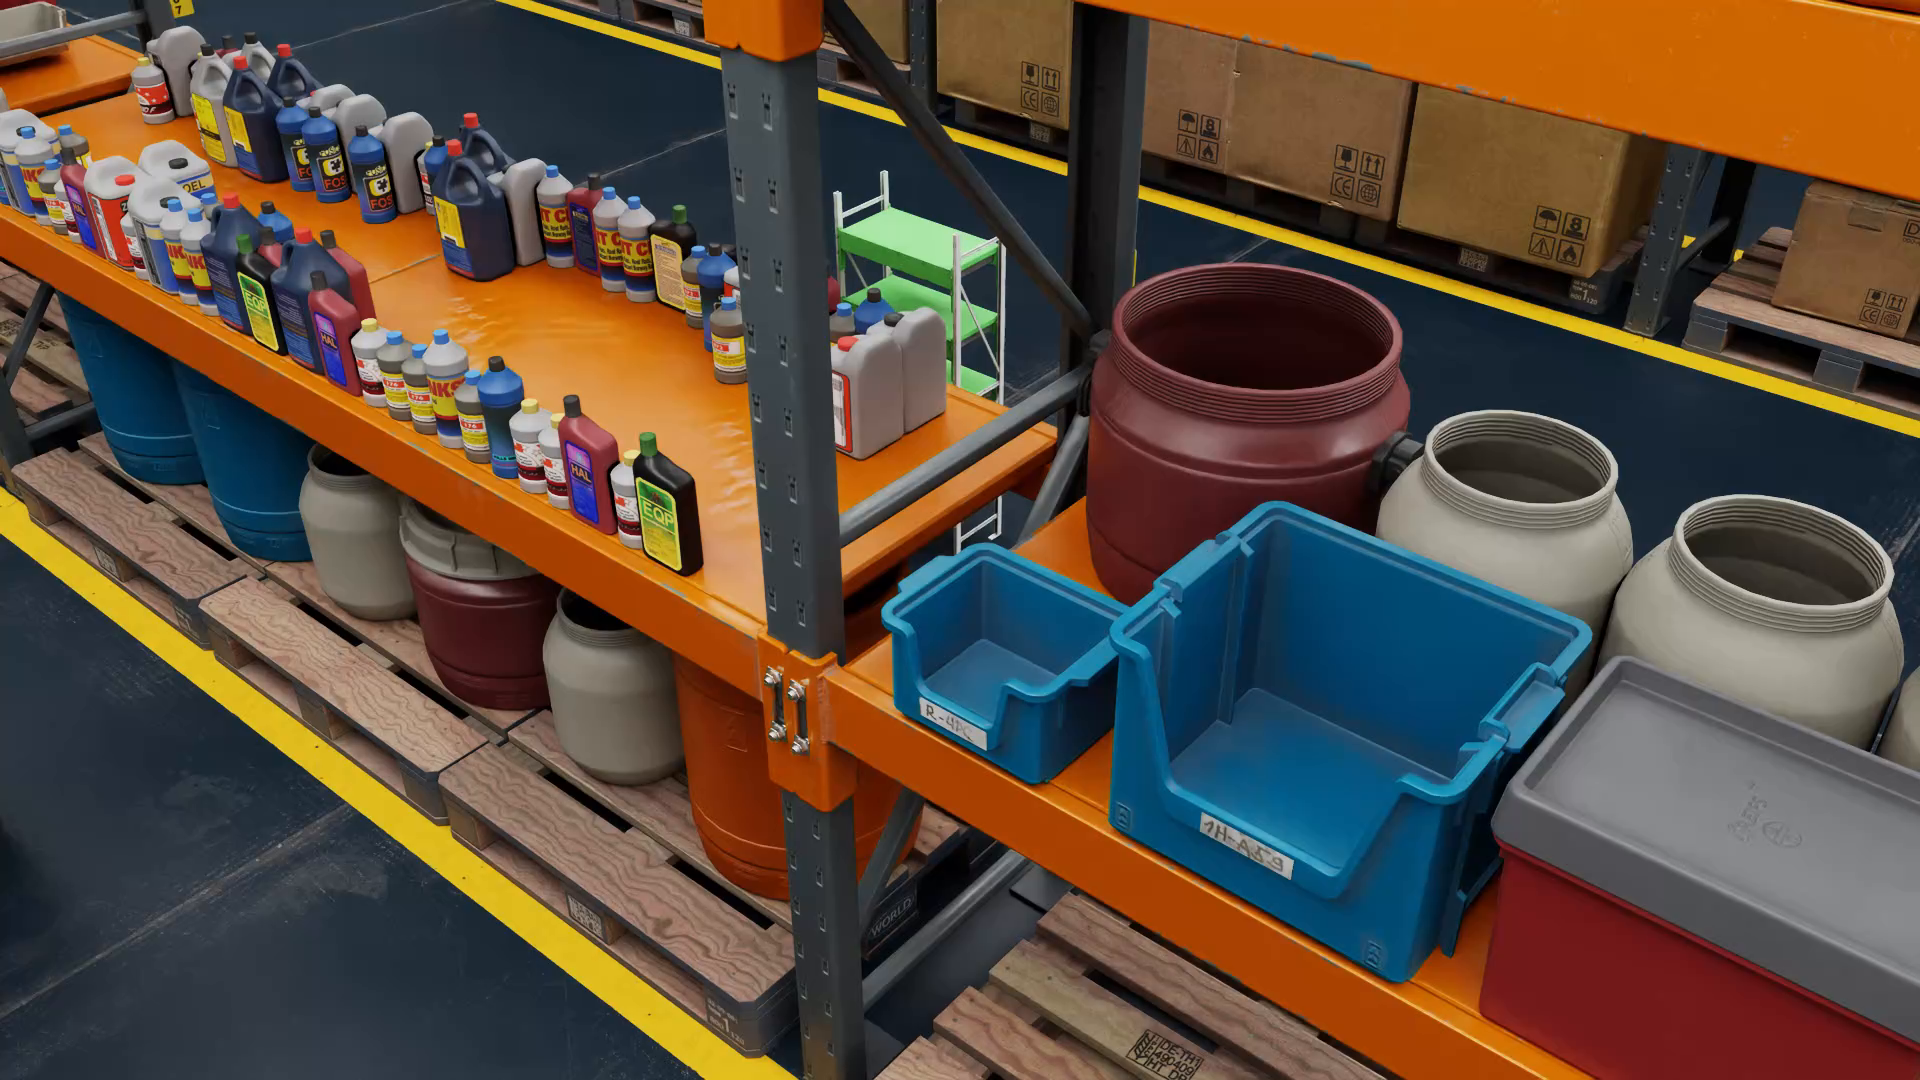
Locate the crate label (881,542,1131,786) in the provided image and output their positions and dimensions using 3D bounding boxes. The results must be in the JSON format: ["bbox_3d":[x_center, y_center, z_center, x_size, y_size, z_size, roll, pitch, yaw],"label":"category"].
[{"bbox_3d":[0.084,0.224,2.923,0.416,0.233,0.303,25,42,32],"label":"crate label"}]

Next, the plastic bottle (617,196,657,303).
[{"bbox_3d":[-0.832,-0.759,4.319,0.097,0.271,0.097,0,34,0],"label":"plastic bottle"}]

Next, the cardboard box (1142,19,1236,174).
[{"bbox_3d":[1.287,-2.516,8.269,0.875,0.875,1.225,24,41,30],"label":"cardboard box"}]

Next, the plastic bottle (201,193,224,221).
[{"bbox_3d":[-2.006,-0.836,4.493,0.097,0.201,0.097,0,34,0],"label":"plastic bottle"}]

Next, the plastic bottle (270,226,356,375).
[{"bbox_3d":[-1.558,-0.591,4.005,0.185,0.351,0.144,25,42,32],"label":"plastic bottle"}]

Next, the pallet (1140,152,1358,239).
[{"bbox_3d":[1.678,-1.927,8.369,1.213,0.211,1.003,25,42,32],"label":"pallet"}]

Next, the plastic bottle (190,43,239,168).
[{"bbox_3d":[-2.250,-1.336,5.090,0.185,0.351,0.144,25,42,32],"label":"plastic bottle"}]

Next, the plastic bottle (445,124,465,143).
[{"bbox_3d":[-1.407,-1.048,4.729,0.133,0.283,0.061,25,42,32],"label":"plastic bottle"}]

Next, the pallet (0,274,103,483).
[{"bbox_3d":[-3.664,-0.710,6.597,1.213,0.211,1.003,25,42,32],"label":"pallet"}]

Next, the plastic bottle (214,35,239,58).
[{"bbox_3d":[-2.357,-1.496,5.381,0.133,0.283,0.061,25,42,32],"label":"plastic bottle"}]

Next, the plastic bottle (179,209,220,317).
[{"bbox_3d":[-1.926,-0.715,4.255,0.097,0.271,0.097,0,34,0],"label":"plastic bottle"}]

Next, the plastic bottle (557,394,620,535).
[{"bbox_3d":[-0.761,-0.157,3.433,0.133,0.283,0.061,25,42,32],"label":"plastic bottle"}]

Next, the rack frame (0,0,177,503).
[{"bbox_3d":[-3.074,-1.610,5.445,0.127,3.000,1.000,25,42,32],"label":"rack frame"}]

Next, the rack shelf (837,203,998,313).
[{"bbox_3d":[-0.127,-0.898,5.262,0.480,0.148,0.258,25,42,32],"label":"rack shelf"}]

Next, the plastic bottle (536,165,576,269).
[{"bbox_3d":[-1.085,-0.878,4.492,0.097,0.271,0.097,0,34,0],"label":"plastic bottle"}]

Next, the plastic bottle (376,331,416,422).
[{"bbox_3d":[-1.287,-0.385,3.836,0.097,0.201,0.097,0,34,0],"label":"plastic bottle"}]

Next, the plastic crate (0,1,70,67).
[{"bbox_3d":[-3.340,-1.757,5.838,0.243,0.136,0.396,25,42,32],"label":"plastic crate"}]

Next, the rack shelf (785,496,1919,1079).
[{"bbox_3d":[1.537,0.860,2.484,4.000,0.370,1.077,25,42,32],"label":"rack shelf"}]

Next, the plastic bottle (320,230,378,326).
[{"bbox_3d":[-1.512,-0.618,4.103,0.133,0.283,0.061,25,42,32],"label":"plastic bottle"}]

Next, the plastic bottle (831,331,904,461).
[{"bbox_3d":[-0.223,-0.341,3.707,0.135,0.276,0.152,25,42,32],"label":"plastic bottle"}]

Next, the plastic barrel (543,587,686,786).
[{"bbox_3d":[-0.878,0.356,4.409,0.421,0.512,0.421,0,34,0],"label":"plastic barrel"}]

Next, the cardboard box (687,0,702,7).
[{"bbox_3d":[-1.052,-3.662,9.938,0.875,0.875,0.875,25,42,32],"label":"cardboard box"}]

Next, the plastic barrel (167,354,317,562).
[{"bbox_3d":[-2.122,-0.457,5.248,0.708,0.901,0.600,25,42,32],"label":"plastic barrel"}]

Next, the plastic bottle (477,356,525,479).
[{"bbox_3d":[-0.987,-0.273,3.611,0.097,0.271,0.097,0,34,0],"label":"plastic bottle"}]

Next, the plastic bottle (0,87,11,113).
[{"bbox_3d":[-2.980,-1.306,5.046,0.185,0.351,0.144,25,42,32],"label":"plastic bottle"}]

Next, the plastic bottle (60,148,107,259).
[{"bbox_3d":[-2.382,-0.922,4.545,0.133,0.283,0.061,25,42,32],"label":"plastic bottle"}]

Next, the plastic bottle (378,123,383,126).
[{"bbox_3d":[-1.686,-1.132,4.924,0.097,0.201,0.097,0,34,0],"label":"plastic bottle"}]

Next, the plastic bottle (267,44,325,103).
[{"bbox_3d":[-2.016,-1.332,5.084,0.185,0.351,0.144,25,42,32],"label":"plastic bottle"}]

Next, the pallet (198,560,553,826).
[{"bbox_3d":[-1.566,0.279,5.157,1.213,0.211,1.003,25,42,32],"label":"pallet"}]

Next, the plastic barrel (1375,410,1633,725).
[{"bbox_3d":[0.928,0.073,2.896,0.421,0.512,0.421,0,34,0],"label":"plastic barrel"}]

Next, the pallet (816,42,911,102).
[{"bbox_3d":[-0.439,-2.925,9.822,1.213,0.211,1.003,25,42,32],"label":"pallet"}]

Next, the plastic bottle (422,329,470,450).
[{"bbox_3d":[-1.137,-0.343,3.714,0.097,0.271,0.097,0,34,0],"label":"plastic bottle"}]

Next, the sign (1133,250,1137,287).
[{"bbox_3d":[0.347,-0.470,3.641,0.005,0.325,0.100,25,42,32],"label":"sign"}]

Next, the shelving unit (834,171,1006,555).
[{"bbox_3d":[-0.127,-0.555,5.498,0.503,1.200,0.258,25,42,32],"label":"shelving unit"}]

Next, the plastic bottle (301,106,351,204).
[{"bbox_3d":[-1.858,-1.130,4.859,0.097,0.271,0.097,0,34,0],"label":"plastic bottle"}]

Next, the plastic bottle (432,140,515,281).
[{"bbox_3d":[-1.305,-0.885,4.433,0.185,0.351,0.144,25,42,32],"label":"plastic bottle"}]

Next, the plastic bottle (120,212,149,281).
[{"bbox_3d":[-2.179,-0.805,4.448,0.097,0.201,0.097,0,34,0],"label":"plastic bottle"}]

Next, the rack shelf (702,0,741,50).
[{"bbox_3d":[-1.537,-1.825,3.744,4.000,0.370,1.077,25,42,32],"label":"rack shelf"}]

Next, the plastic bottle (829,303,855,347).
[{"bbox_3d":[-0.272,-0.466,3.954,0.097,0.201,0.097,0,34,0],"label":"plastic bottle"}]

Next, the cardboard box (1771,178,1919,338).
[{"bbox_3d":[3.697,-1.233,6.715,0.500,0.500,0.700,23,41,30],"label":"cardboard box"}]

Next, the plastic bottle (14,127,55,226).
[{"bbox_3d":[-2.609,-1.037,4.724,0.097,0.271,0.097,0,34,0],"label":"plastic bottle"}]

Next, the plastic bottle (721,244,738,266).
[{"bbox_3d":[-0.555,-0.646,4.144,0.133,0.283,0.061,25,42,32],"label":"plastic bottle"}]
